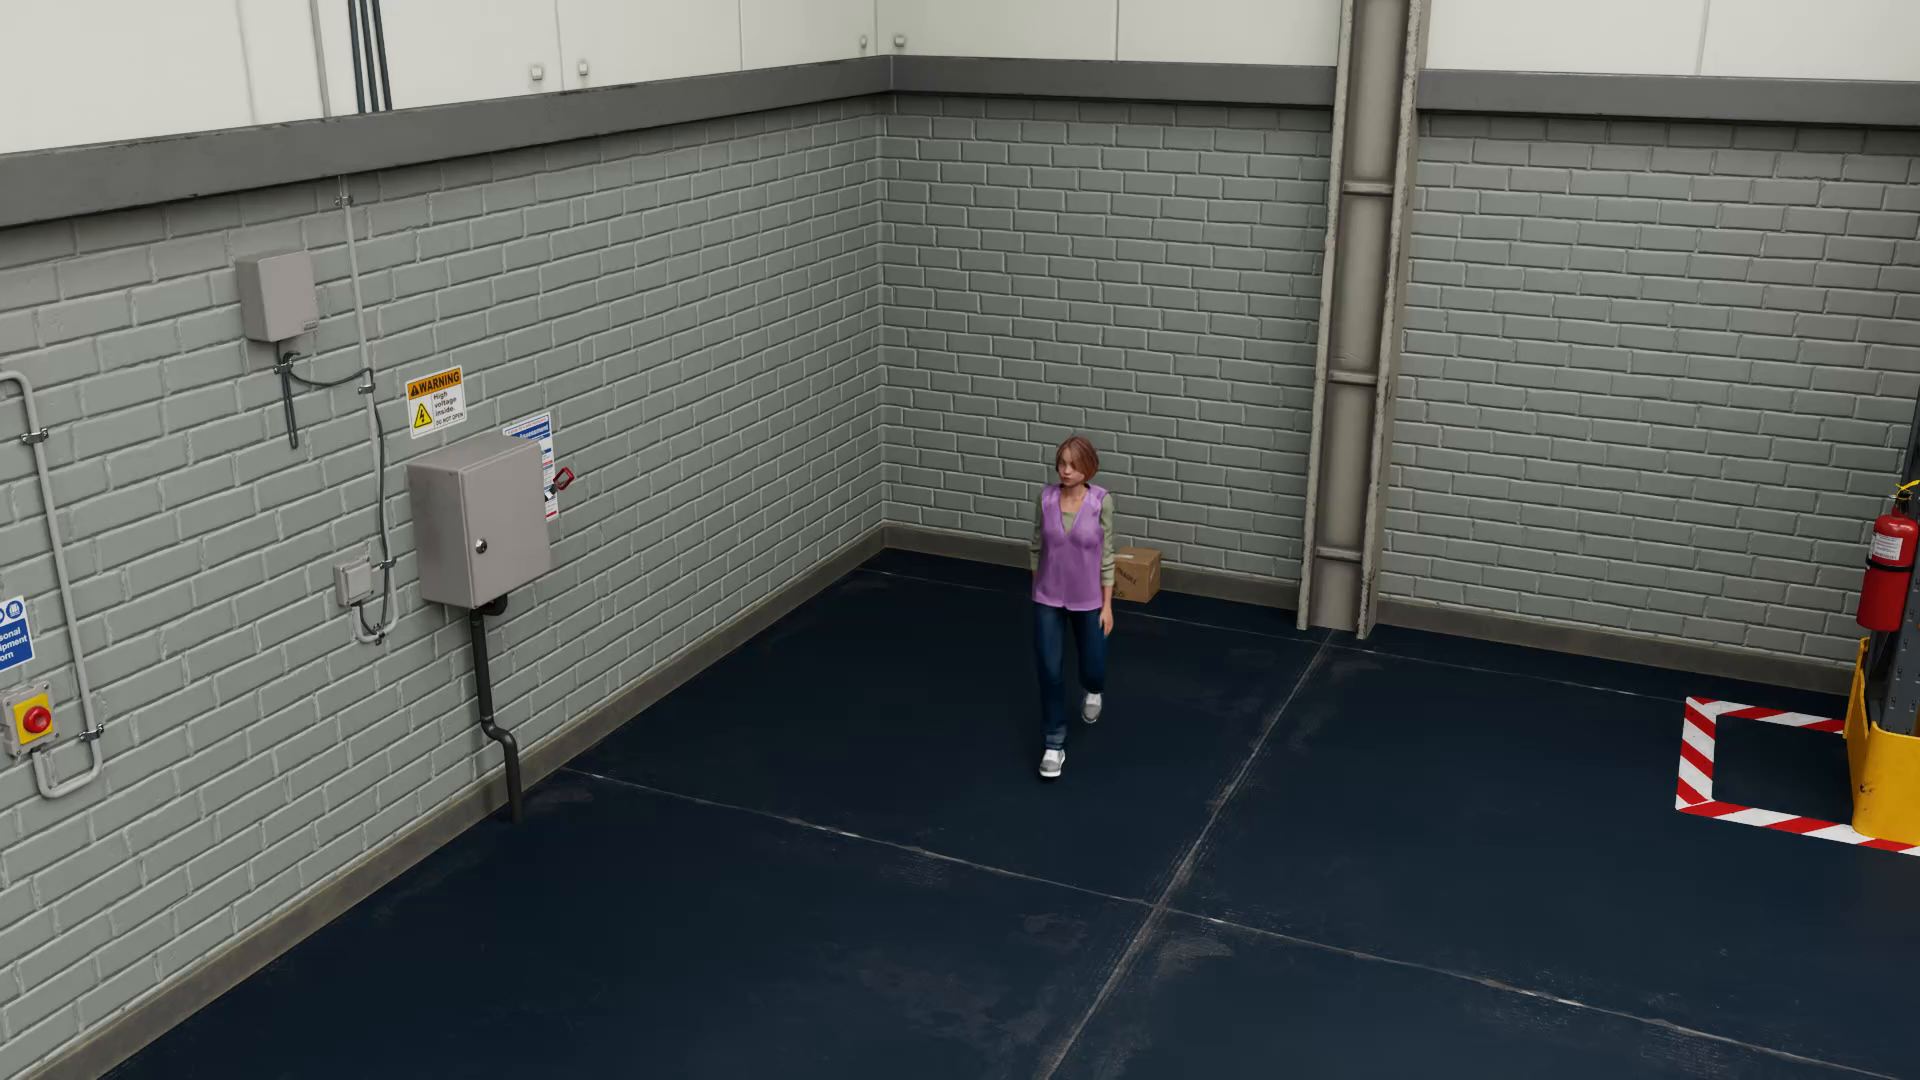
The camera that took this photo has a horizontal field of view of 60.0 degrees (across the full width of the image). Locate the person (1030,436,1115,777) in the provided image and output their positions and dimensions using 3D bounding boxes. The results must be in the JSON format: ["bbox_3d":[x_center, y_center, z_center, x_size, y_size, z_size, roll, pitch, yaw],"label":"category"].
[{"bbox_3d":[0.521,0.278,7.749,0.409,1.571,0.657,4,20,10],"label":"person"}]
